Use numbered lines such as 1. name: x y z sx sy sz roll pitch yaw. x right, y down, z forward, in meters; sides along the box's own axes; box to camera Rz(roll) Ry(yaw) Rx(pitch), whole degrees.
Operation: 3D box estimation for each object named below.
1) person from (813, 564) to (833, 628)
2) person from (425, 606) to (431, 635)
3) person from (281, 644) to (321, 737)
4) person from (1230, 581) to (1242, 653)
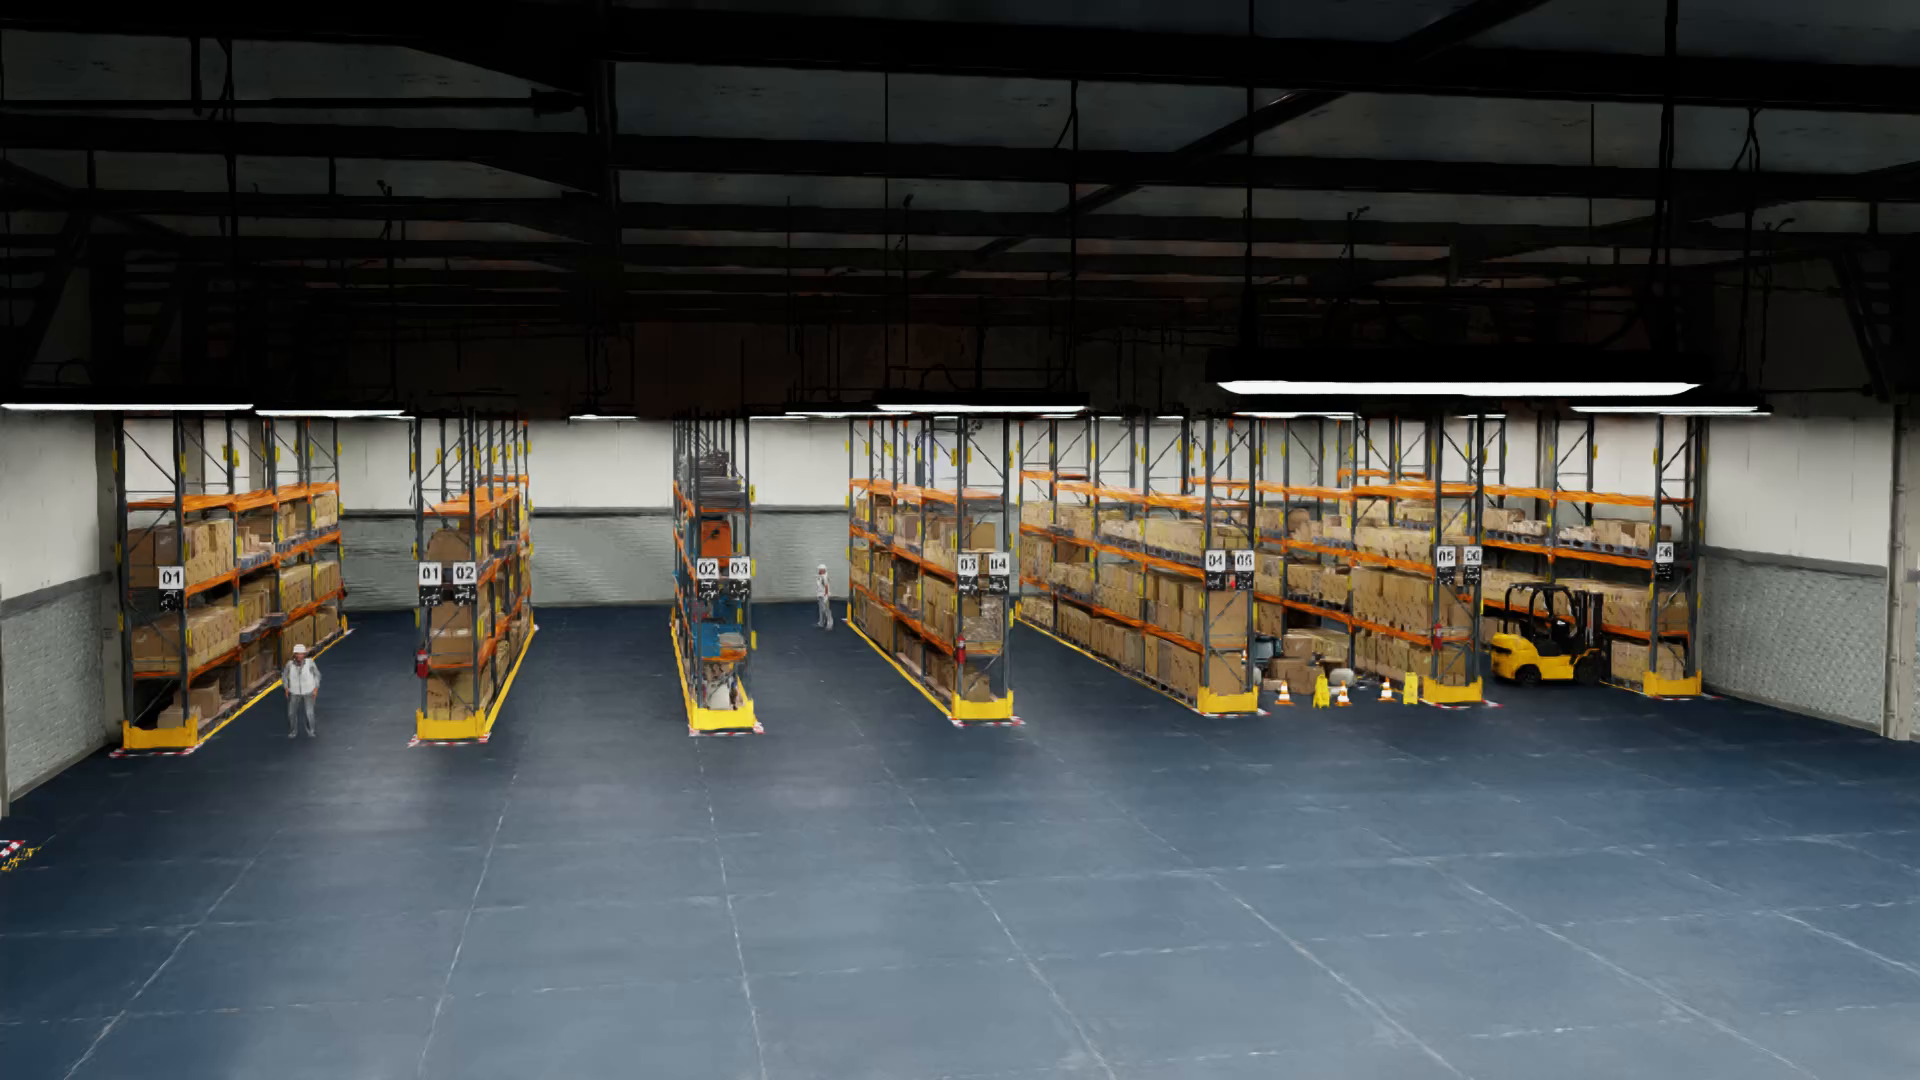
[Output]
1. person: -3.800 1.543 46.129 0.488 1.784 0.648 -1 4 -16
2. person: -14.260 1.710 44.763 0.543 1.644 1.119 -1 4 -13
3. person: -11.918 2.698 30.086 0.677 1.664 0.569 -1 4 -13
4. person: 6.705 1.895 41.078 0.577 1.785 0.655 1 4 15
